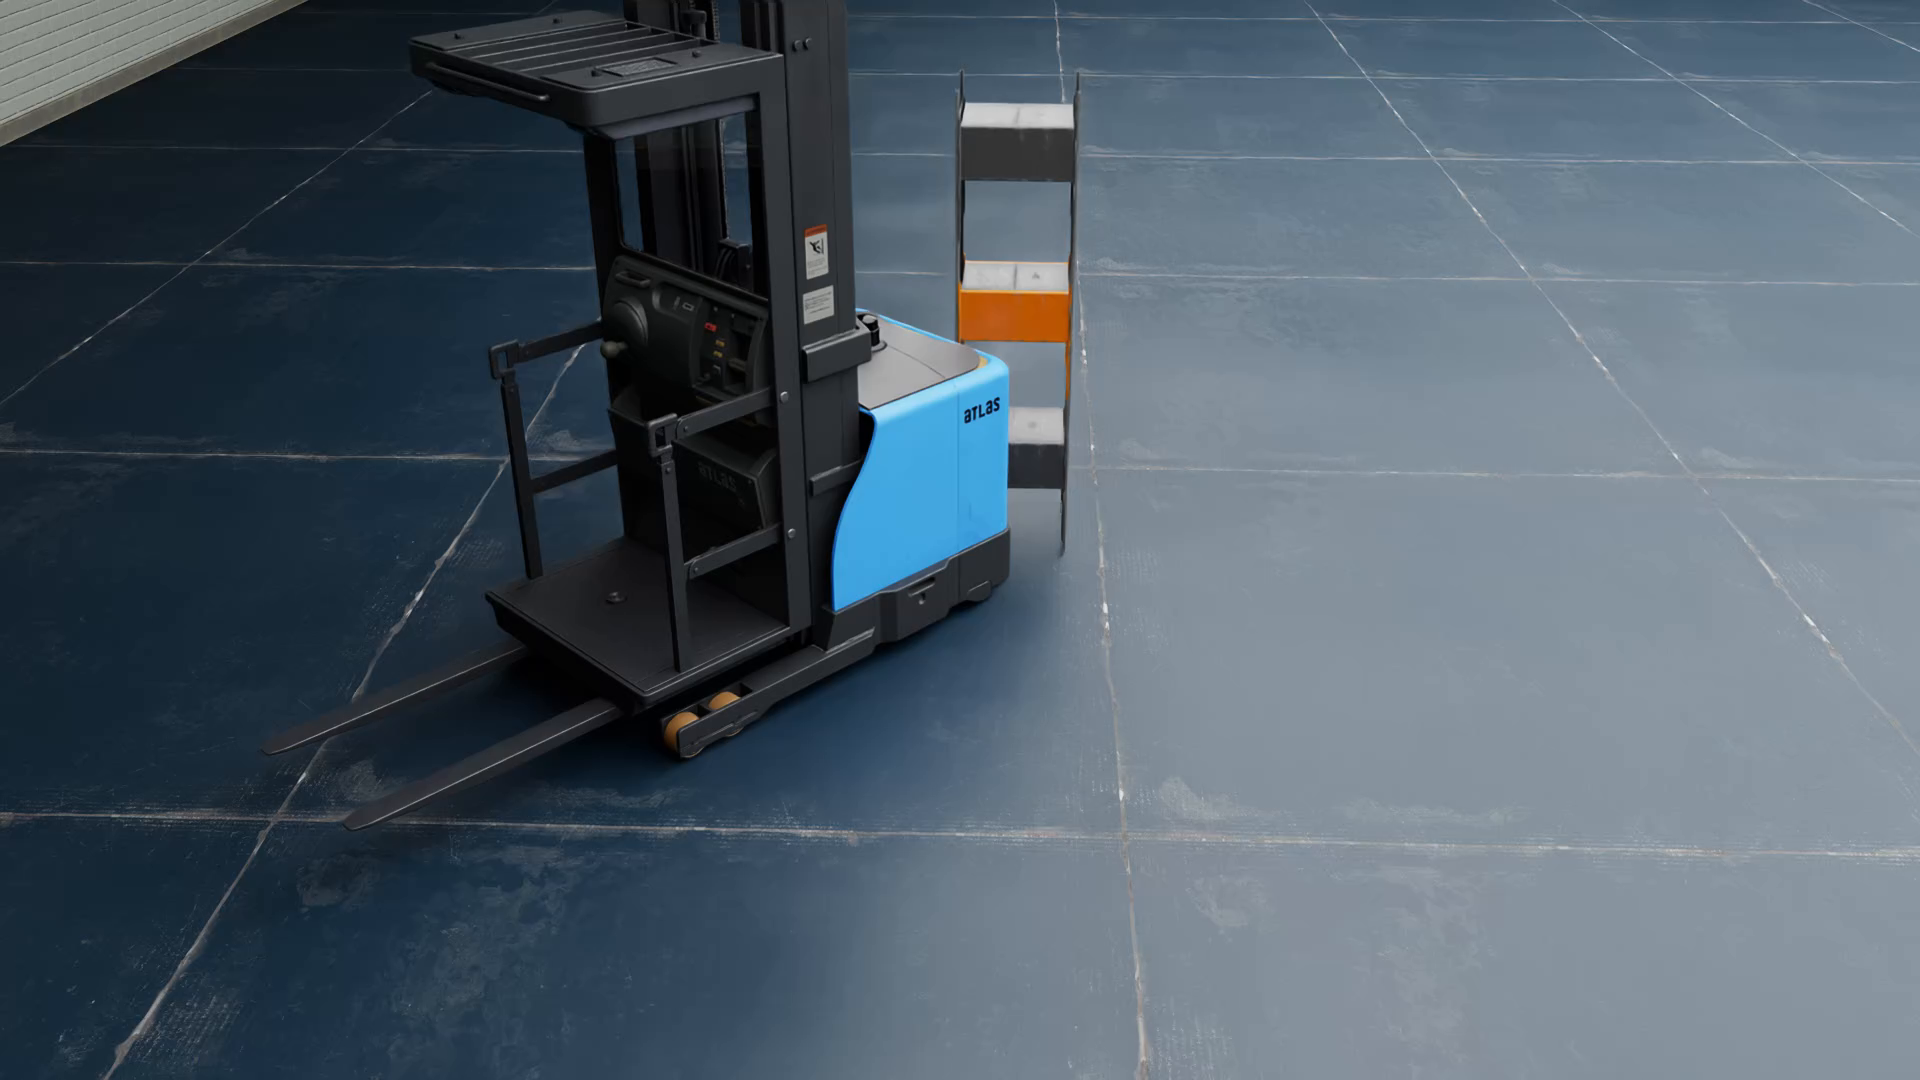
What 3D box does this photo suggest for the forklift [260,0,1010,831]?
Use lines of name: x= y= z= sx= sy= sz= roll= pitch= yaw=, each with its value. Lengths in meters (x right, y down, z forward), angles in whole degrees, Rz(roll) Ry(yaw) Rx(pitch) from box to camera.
forklift: x=-1.176 y=-0.755 z=6.045 sx=1.130 sy=2.935 sz=3.031 roll=25 pitch=37 yaw=38

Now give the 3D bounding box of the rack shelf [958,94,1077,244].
rack shelf: x=0.242 y=-1.564 z=6.994 sx=0.480 sy=0.518 sz=0.431 roll=1 pitch=28 yaw=3

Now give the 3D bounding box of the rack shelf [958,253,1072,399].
rack shelf: x=0.242 y=-0.946 z=7.322 sx=0.480 sy=0.518 sz=0.431 roll=1 pitch=28 yaw=3

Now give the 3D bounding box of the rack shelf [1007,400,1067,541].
rack shelf: x=0.242 y=-0.327 z=7.649 sx=0.480 sy=0.518 sz=0.431 roll=1 pitch=28 yaw=3

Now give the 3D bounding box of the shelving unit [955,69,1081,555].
shelving unit: x=0.242 y=-0.958 z=7.315 sx=0.503 sy=2.100 sz=0.431 roll=1 pitch=28 yaw=3

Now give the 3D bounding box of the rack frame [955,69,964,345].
rack frame: x=-0.002 y=-0.964 z=7.326 sx=0.015 sy=2.100 sz=0.400 roll=1 pitch=28 yaw=3

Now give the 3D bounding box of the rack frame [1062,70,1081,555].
rack frame: x=0.486 y=-0.952 z=7.304 sx=0.015 sy=2.100 sz=0.400 roll=1 pitch=28 yaw=3
